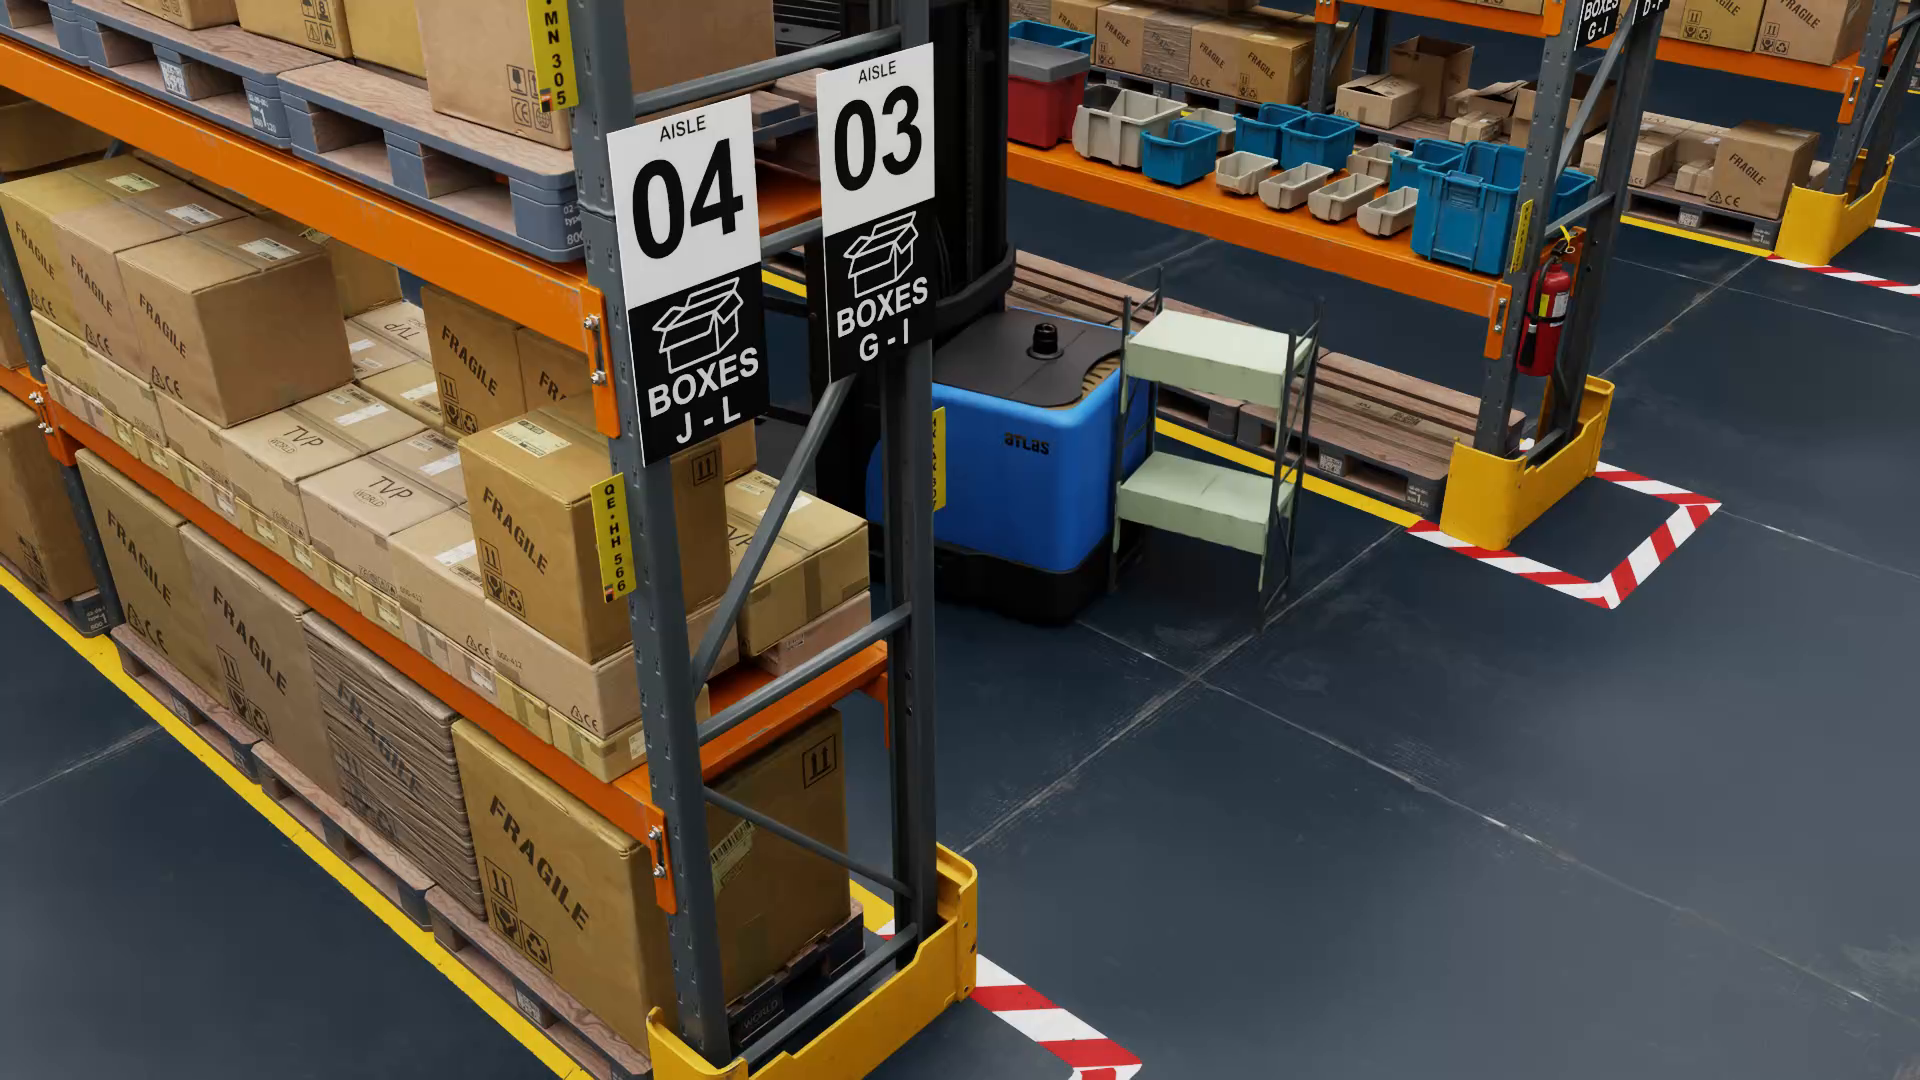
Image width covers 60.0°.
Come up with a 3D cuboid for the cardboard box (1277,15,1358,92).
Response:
[{"bbox_3d":[3.035,-4.158,14.245,0.500,0.500,0.500,23,38,33],"label":"cardboard box"}]

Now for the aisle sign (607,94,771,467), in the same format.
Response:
[{"bbox_3d":[-0.602,-0.582,3.789,0.004,0.787,0.394,25,39,35],"label":"aisle sign"}]

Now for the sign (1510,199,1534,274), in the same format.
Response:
[{"bbox_3d":[2.513,-1.356,7.436,0.005,0.325,0.100,25,39,35],"label":"sign"}]

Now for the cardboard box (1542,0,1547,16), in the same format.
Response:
[{"bbox_3d":[4.555,-4.016,11.916,0.500,0.500,0.500,24,39,34],"label":"cardboard box"}]

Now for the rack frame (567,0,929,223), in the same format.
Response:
[{"bbox_3d":[-0.454,-2.178,3.144,0.127,3.000,1.000,25,39,35],"label":"rack frame"}]

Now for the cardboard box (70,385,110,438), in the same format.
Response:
[{"bbox_3d":[-3.229,-0.565,6.523,0.250,0.149,0.380,24,38,34],"label":"cardboard box"}]

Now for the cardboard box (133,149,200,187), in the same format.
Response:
[{"bbox_3d":[-2.899,-1.320,6.665,0.500,0.500,0.500,26,40,36],"label":"cardboard box"}]

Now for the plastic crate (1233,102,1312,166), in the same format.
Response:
[{"bbox_3d":[1.709,-2.227,9.145,0.300,0.233,0.416,25,39,35],"label":"plastic crate"}]

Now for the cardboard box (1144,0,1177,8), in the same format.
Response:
[{"bbox_3d":[1.893,-4.689,15.128,0.500,0.500,0.500,23,38,33],"label":"cardboard box"}]

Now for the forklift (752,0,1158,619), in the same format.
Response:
[{"bbox_3d":[-0.597,-1.430,7.784,3.031,2.935,1.130,16,34,24],"label":"forklift"}]

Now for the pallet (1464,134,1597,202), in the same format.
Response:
[{"bbox_3d":[4.648,-2.924,12.904,1.213,0.211,1.003,25,39,35],"label":"pallet"}]

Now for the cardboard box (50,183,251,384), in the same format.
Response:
[{"bbox_3d":[-2.876,-0.940,6.033,0.500,0.500,0.500,25,39,35],"label":"cardboard box"}]

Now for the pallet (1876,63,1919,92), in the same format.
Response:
[{"bbox_3d":[8.872,-4.343,15.259,1.213,0.211,1.003,25,39,35],"label":"pallet"}]

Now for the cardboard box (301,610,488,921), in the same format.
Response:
[{"bbox_3d":[-1.657,0.616,5.971,0.875,0.875,0.875,25,39,35],"label":"cardboard box"}]

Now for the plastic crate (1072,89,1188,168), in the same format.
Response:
[{"bbox_3d":[0.912,-2.263,9.157,0.530,0.282,0.437,25,39,35],"label":"plastic crate"}]

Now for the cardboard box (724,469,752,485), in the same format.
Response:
[{"bbox_3d":[-1.018,-0.118,5.395,0.500,0.250,0.500,24,39,35],"label":"cardboard box"}]

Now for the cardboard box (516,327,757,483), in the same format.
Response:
[{"bbox_3d":[-0.999,-0.435,5.194,0.500,0.500,0.500,24,38,34],"label":"cardboard box"}]

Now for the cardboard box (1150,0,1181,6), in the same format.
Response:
[{"bbox_3d":[1.922,-4.998,14.915,0.500,0.250,0.500,24,39,34],"label":"cardboard box"}]

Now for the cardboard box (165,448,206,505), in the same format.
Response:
[{"bbox_3d":[-2.647,-0.295,6.075,0.250,0.149,0.380,24,39,34],"label":"cardboard box"}]

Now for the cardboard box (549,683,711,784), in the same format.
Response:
[{"bbox_3d":[-0.939,0.502,4.751,0.250,0.149,0.380,26,40,36],"label":"cardboard box"}]

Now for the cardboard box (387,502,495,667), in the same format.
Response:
[{"bbox_3d":[-1.367,0.086,5.055,0.500,0.250,0.500,24,39,34],"label":"cardboard box"}]

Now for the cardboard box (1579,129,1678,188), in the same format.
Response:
[{"bbox_3d":[4.944,-2.840,12.298,0.500,0.250,0.500,25,39,35],"label":"cardboard box"}]

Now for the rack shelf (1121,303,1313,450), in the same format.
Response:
[{"bbox_3d":[1.121,-0.721,7.237,0.720,0.370,0.431,16,34,24],"label":"rack shelf"}]

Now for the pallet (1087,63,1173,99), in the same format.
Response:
[{"bbox_3d":[1.693,-4.274,15.145,1.213,0.211,1.003,25,39,35],"label":"pallet"}]

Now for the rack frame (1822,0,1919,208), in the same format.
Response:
[{"bbox_3d":[6.196,-3.395,10.981,0.127,3.000,1.000,25,39,35],"label":"rack frame"}]

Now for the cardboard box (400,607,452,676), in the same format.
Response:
[{"bbox_3d":[-1.503,0.238,5.190,0.250,0.149,0.380,26,40,36],"label":"cardboard box"}]

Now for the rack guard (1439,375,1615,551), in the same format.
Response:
[{"bbox_3d":[2.896,-0.428,8.476,0.348,0.500,1.175,25,39,35],"label":"rack guard"}]

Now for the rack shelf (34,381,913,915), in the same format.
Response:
[{"bbox_3d":[-1.937,0.008,6.026,4.000,0.370,1.077,25,39,35],"label":"rack shelf"}]

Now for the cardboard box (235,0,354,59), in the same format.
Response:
[{"bbox_3d":[-1.628,-1.720,4.689,0.500,0.500,0.700,22,37,32],"label":"cardboard box"}]

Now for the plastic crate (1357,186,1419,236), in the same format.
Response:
[{"bbox_3d":[2.144,-1.628,8.243,0.243,0.136,0.396,25,39,35],"label":"plastic crate"}]

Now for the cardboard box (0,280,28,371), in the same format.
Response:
[{"bbox_3d":[-3.950,-1.093,7.060,0.500,0.500,0.500,25,39,35],"label":"cardboard box"}]

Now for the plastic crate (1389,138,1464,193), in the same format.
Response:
[{"bbox_3d":[2.419,-1.895,8.594,0.300,0.233,0.416,25,39,35],"label":"plastic crate"}]

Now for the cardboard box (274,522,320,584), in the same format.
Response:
[{"bbox_3d":[-2.072,-0.027,5.630,0.250,0.149,0.380,26,40,36],"label":"cardboard box"}]

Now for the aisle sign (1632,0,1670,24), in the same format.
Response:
[{"bbox_3d":[3.122,-2.705,7.314,0.004,0.787,0.394,25,39,35],"label":"aisle sign"}]

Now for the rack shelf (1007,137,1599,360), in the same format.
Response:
[{"bbox_3d":[1.387,-1.886,9.172,4.000,0.370,1.077,25,39,35],"label":"rack shelf"}]

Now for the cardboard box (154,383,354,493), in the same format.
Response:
[{"bbox_3d":[-2.494,-0.442,5.933,0.500,0.250,0.500,26,40,36],"label":"cardboard box"}]

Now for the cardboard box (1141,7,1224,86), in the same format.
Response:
[{"bbox_3d":[1.940,-4.306,14.492,0.500,0.500,0.500,26,39,36],"label":"cardboard box"}]

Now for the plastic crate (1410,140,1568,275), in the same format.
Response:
[{"bbox_3d":[2.496,-1.588,7.886,0.499,0.435,0.616,25,39,35],"label":"plastic crate"}]

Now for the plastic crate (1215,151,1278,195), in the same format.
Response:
[{"bbox_3d":[1.484,-1.916,8.722,0.250,0.136,0.298,25,39,35],"label":"plastic crate"}]

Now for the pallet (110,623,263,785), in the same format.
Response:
[{"bbox_3d":[-2.908,0.495,7.223,1.213,0.211,1.003,25,39,35],"label":"pallet"}]

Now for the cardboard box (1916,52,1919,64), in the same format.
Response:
[{"bbox_3d":[8.931,-4.604,15.005,0.500,0.500,0.700,25,39,35],"label":"cardboard box"}]

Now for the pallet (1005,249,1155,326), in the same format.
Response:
[{"bbox_3d":[0.475,-1.452,10.458,1.213,0.211,1.003,25,39,35],"label":"pallet"}]

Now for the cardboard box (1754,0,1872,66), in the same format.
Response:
[{"bbox_3d":[5.682,-3.489,11.040,0.500,0.500,0.500,26,40,36],"label":"cardboard box"}]

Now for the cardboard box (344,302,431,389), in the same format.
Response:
[{"bbox_3d":[-2.152,-0.649,6.276,0.500,0.250,0.500,26,40,36],"label":"cardboard box"}]

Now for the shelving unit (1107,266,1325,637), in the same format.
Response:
[{"bbox_3d":[1.121,-0.387,7.439,0.755,1.500,0.431,16,34,24],"label":"shelving unit"}]

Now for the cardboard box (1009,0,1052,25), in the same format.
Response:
[{"bbox_3d":[0.803,-4.836,15.371,0.500,0.500,0.500,23,38,33],"label":"cardboard box"}]

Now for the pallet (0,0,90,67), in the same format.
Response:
[{"bbox_3d":[-2.820,-1.953,5.763,1.213,0.211,1.003,25,39,35],"label":"pallet"}]

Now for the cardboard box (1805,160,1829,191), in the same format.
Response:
[{"bbox_3d":[6.116,-2.639,12.062,0.250,0.149,0.380,25,39,35],"label":"cardboard box"}]

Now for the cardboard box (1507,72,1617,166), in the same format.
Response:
[{"bbox_3d":[4.627,-3.250,12.735,0.637,0.503,0.797,25,39,35],"label":"cardboard box"}]

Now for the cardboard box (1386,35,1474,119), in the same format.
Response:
[{"bbox_3d":[3.843,-3.808,13.665,0.500,0.500,0.500,25,39,35],"label":"cardboard box"}]
